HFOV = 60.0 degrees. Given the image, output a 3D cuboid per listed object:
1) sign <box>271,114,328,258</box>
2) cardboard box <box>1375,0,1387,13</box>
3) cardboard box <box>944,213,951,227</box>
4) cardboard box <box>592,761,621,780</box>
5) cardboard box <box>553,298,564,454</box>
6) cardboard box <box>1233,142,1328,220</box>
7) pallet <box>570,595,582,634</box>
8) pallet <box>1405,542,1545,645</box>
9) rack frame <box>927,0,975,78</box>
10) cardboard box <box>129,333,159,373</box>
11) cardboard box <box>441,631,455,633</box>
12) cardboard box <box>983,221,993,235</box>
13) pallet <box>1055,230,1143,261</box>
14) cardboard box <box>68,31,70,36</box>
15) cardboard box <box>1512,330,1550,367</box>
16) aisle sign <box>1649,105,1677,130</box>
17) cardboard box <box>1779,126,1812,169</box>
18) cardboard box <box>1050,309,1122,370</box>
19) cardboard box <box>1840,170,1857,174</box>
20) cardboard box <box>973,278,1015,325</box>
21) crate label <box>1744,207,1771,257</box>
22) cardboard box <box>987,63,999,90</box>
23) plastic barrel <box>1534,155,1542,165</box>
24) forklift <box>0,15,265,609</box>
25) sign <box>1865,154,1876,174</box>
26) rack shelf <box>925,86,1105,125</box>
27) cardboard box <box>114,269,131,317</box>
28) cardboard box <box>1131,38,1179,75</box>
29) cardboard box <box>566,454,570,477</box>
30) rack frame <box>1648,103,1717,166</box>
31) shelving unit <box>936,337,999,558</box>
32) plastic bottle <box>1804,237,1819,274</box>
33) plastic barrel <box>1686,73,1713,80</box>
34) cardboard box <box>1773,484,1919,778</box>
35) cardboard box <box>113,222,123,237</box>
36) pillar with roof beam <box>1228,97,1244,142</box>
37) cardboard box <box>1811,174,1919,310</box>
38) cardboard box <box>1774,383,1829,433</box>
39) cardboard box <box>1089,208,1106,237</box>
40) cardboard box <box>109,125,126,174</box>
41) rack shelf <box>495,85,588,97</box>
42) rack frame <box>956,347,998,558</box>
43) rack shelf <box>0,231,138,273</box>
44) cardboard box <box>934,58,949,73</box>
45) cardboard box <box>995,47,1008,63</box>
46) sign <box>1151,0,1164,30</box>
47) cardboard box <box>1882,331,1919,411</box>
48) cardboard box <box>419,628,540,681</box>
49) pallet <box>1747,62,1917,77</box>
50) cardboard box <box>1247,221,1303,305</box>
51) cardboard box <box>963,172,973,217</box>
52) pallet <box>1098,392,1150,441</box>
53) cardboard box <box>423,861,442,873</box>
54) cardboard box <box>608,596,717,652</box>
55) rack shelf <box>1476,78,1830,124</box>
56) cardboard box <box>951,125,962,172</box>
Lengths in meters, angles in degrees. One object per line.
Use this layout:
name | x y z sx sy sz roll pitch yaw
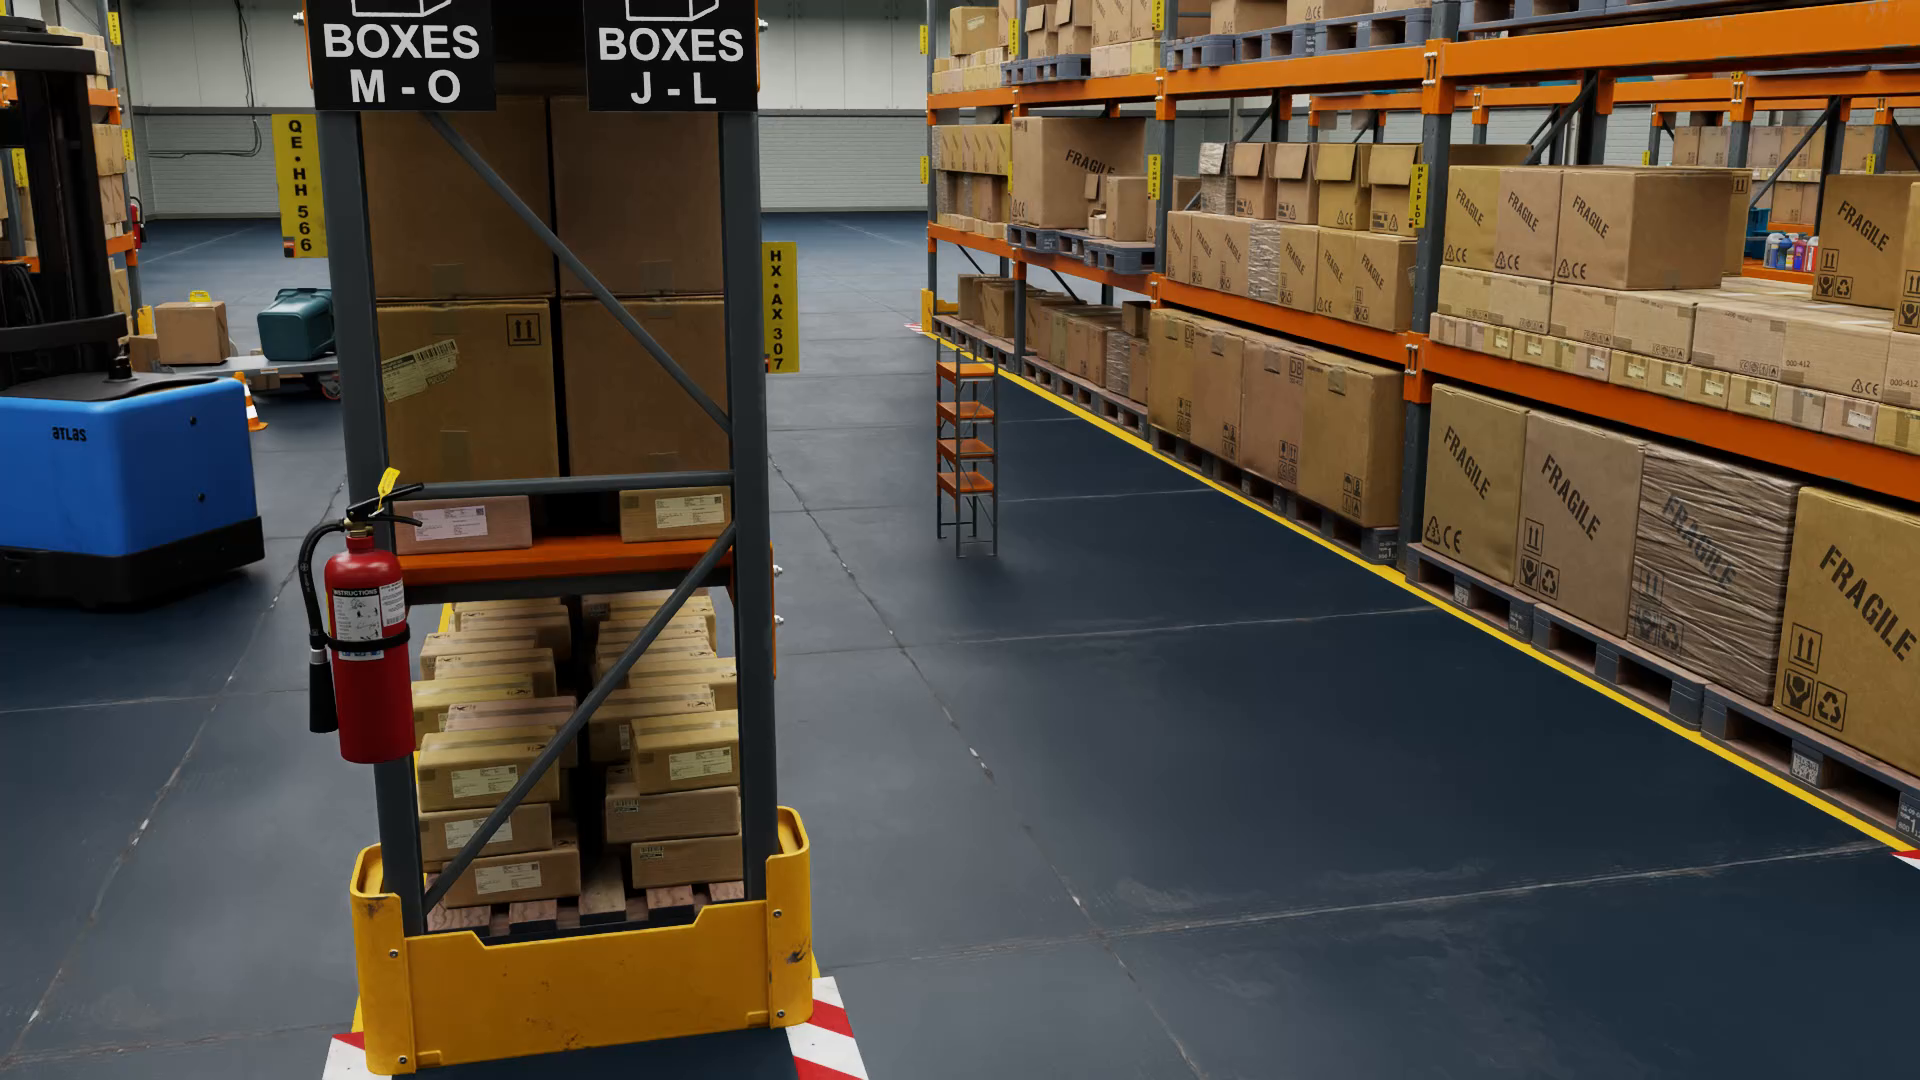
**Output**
sign | -1.527 -0.819 3.853 0.100 0.325 0.005 -3 14 -13
cardboard box | 2.753 -3.181 9.610 0.500 0.311 0.500 -4 14 -15
cardboard box | 0.024 -3.755 19.506 0.380 0.149 0.250 -3 14 -13
cardboard box | -1.009 0.654 5.424 0.380 0.149 0.250 -3 14 -12
cardboard box | -1.454 -0.531 4.941 0.500 0.500 0.500 -4 14 -14
cardboard box | 2.290 -2.444 11.285 0.797 0.503 0.637 -3 14 -12
pallet | -1.730 0.456 7.617 1.003 0.211 1.213 -3 14 -13
pallet | 3.025 0.229 8.544 1.003 0.211 1.213 -3 14 -13
rack frame | 0.105 -6.988 19.568 1.000 3.000 0.127 -3 14 -13
cardboard box | -7.518 -1.708 15.860 0.500 0.500 0.500 7 15 26
cardboard box | -1.776 0.441 6.298 0.380 0.149 0.250 -3 14 -13
cardboard box | 0.462 -3.353 17.860 0.380 0.149 0.250 -3 14 -13
pallet | 1.479 -2.589 14.608 1.003 0.211 1.213 -3 14 -13
cardboard box | -9.001 -4.944 16.373 0.380 0.149 0.250 -3 14 -13
cardboard box | 2.857 -0.914 7.879 0.380 0.149 0.250 -4 14 -15
aisle sign | 9.422 -5.886 22.220 0.394 0.787 0.004 -3 14 -13
cardboard box | 10.327 -4.715 19.961 0.700 0.500 0.500 -3 14 -13
cardboard box | 1.261 -1.896 15.708 0.700 0.500 0.500 -3 14 -14
cardboard box | 10.346 -4.174 19.112 0.380 0.149 0.250 -4 14 -14
cardboard box | 0.409 -2.782 19.377 0.500 0.500 0.500 0 14 2
crate label | 6.827 -2.765 14.851 0.502 0.435 0.616 -3 14 -13
cardboard box | 0.571 -4.747 17.031 0.500 0.250 0.500 -3 14 -12
plastic barrel | 5.655 -3.564 17.139 0.600 0.901 0.708 -3 14 -13
forklift | -5.425 -1.267 8.937 3.031 2.935 1.130 5 15 19
sign | 10.135 -4.130 18.519 0.100 0.325 0.005 -3 14 -13
rack shelf | 0.574 -4.720 18.121 1.077 0.370 4.000 -3 14 -13
cardboard box | -9.087 -2.583 17.509 0.500 0.500 0.500 -3 14 -13
cardboard box | 1.633 -3.708 12.780 0.500 0.250 0.500 -3 14 -13
cardboard box | -1.045 -0.274 5.257 0.380 0.149 0.250 -3 14 -11
rack frame | 9.735 -4.625 22.536 1.000 3.000 0.127 -3 14 -13
shelving unit | 0.039 -0.545 9.628 0.258 1.200 0.503 -3 14 -13
plastic bottle | 6.694 -2.219 12.951 0.152 0.276 0.135 -3 14 -13
plastic barrel | 6.662 -4.522 14.891 0.600 0.830 0.708 -3 14 -13
cardboard box | 3.634 0.303 5.960 0.875 0.875 0.875 -3 14 -13
cardboard box | -9.065 -3.272 17.530 0.380 0.149 0.250 -3 14 -14
pillar with roof beam | 4.324 -14.384 49.840 9.100 9.000 0.548 -3 14 -13
cardboard box | 3.767 -1.179 6.540 0.500 0.500 0.500 -4 14 -15
cardboard box | 3.280 -0.500 6.182 0.380 0.149 0.250 -3 14 -12
cardboard box | 1.329 -2.736 14.205 0.396 0.266 0.258 -4 14 -15
cardboard box | -9.196 -4.094 17.421 0.700 0.500 0.500 -4 14 -15
rack shelf | -3.331 -3.544 13.307 1.077 0.370 4.000 -3 14 -13
rack frame | 0.096 -0.488 9.398 0.240 1.200 0.015 -3 14 -13
rack shelf | -9.059 -2.710 16.216 1.077 0.370 4.000 -3 14 -13
cardboard box | -0.089 -5.510 19.315 0.380 0.149 0.250 -3 14 -12
cardboard box | 0.570 -4.907 16.848 0.380 0.149 0.250 -4 14 -16
sign | 1.455 -3.906 12.187 0.100 0.325 0.005 -3 14 -13
cardboard box | 3.490 -0.551 5.551 0.500 0.250 0.500 -4 14 -14
cardboard box | -1.657 0.419 5.761 0.380 0.149 0.250 -3 14 -11
pallet | 6.882 -3.687 12.778 1.003 0.211 1.213 -3 14 -13
cardboard box | 2.196 -1.797 10.751 0.500 0.500 0.500 -3 14 -13
cardboard box | 0.517 -3.912 18.780 0.875 0.500 0.500 -3 14 -13
pallet | 1.801 -1.054 13.795 1.003 0.211 1.213 -3 14 -13
cardboard box | -1.468 0.888 5.093 0.380 0.149 0.250 -3 14 -11
cardboard box | -1.104 0.320 6.164 0.380 0.149 0.250 -3 14 -12
rack shelf | 6.328 -4.073 15.474 1.077 0.370 4.000 -3 14 -13
cardboard box | 0.198 -4.379 18.587 0.500 0.500 0.500 -3 14 -13
